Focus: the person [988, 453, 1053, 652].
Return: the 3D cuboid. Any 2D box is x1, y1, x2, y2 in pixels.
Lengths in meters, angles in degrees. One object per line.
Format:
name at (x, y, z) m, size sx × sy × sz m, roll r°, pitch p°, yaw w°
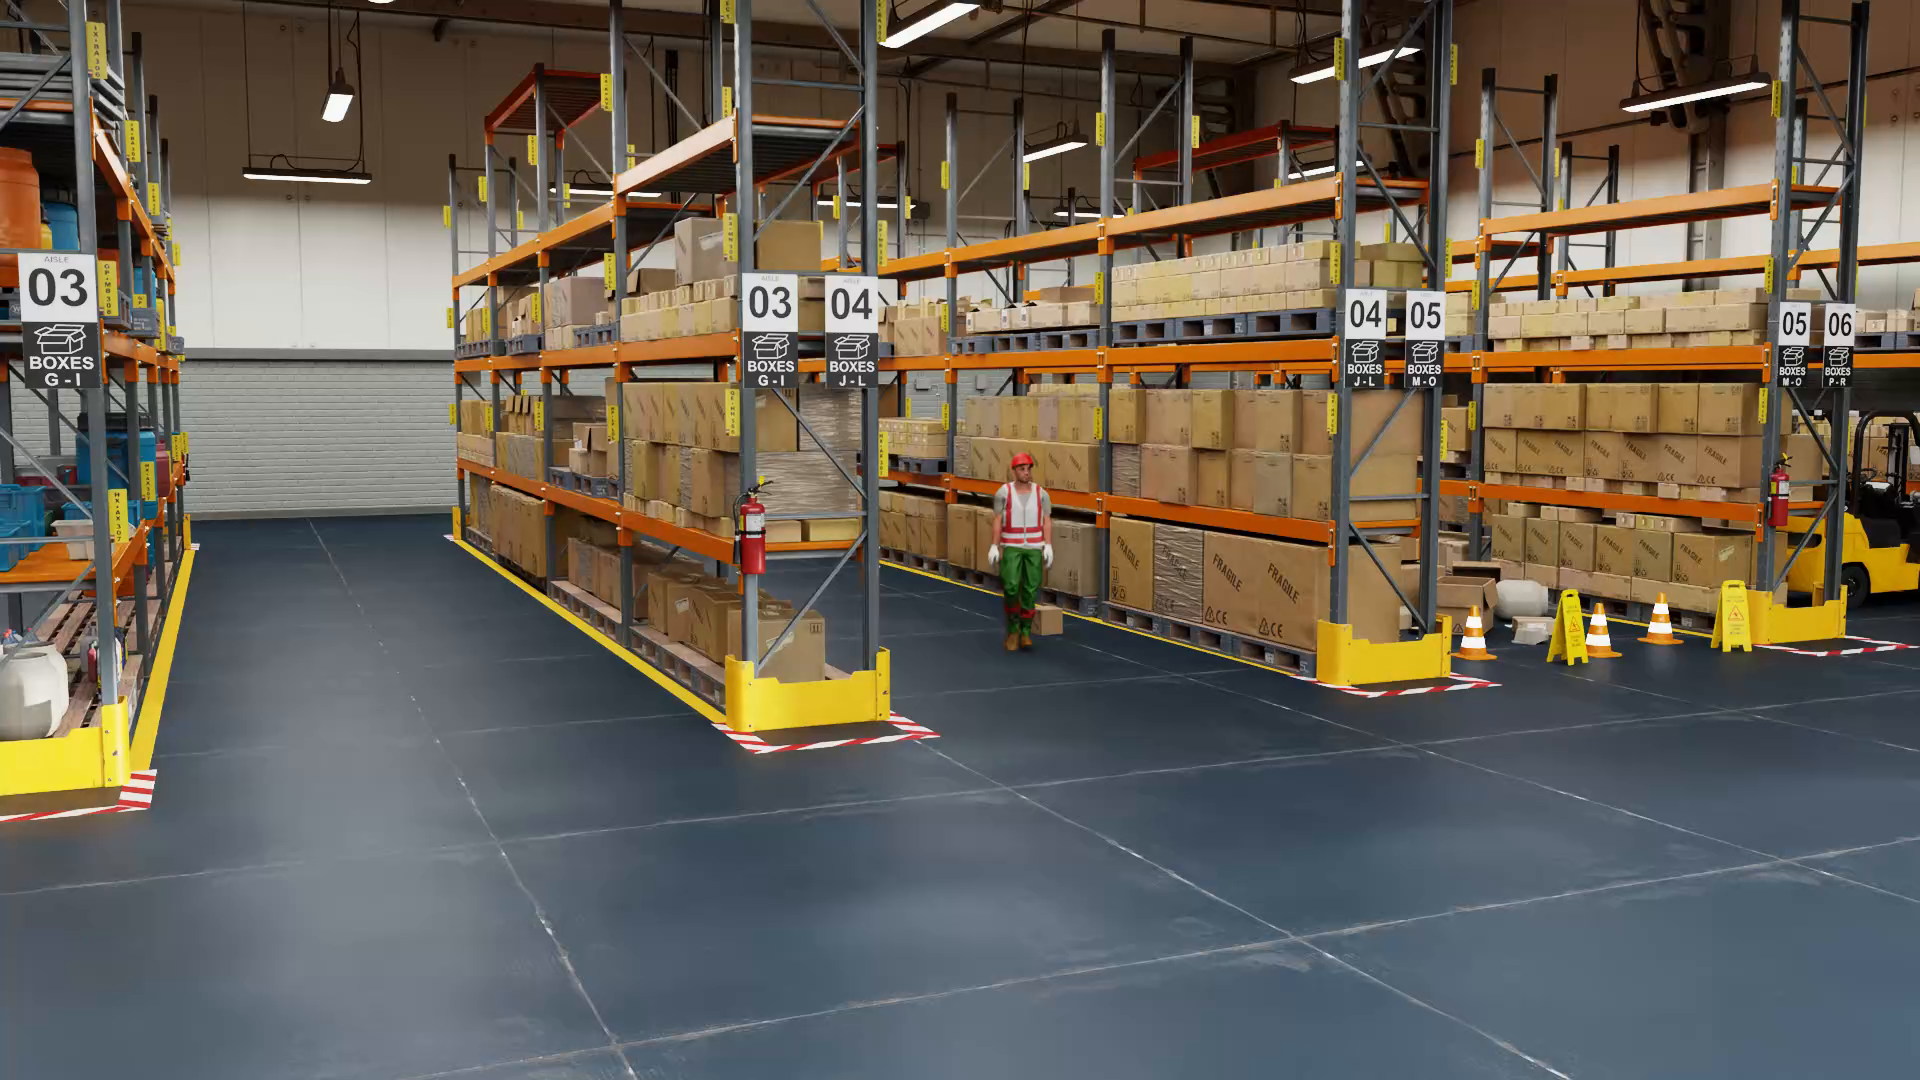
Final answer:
person at (0.569, 0.120, 15.220) m, size 0.586 × 1.833 × 0.478 m, roll -1°, pitch 5°, yaw -10°
